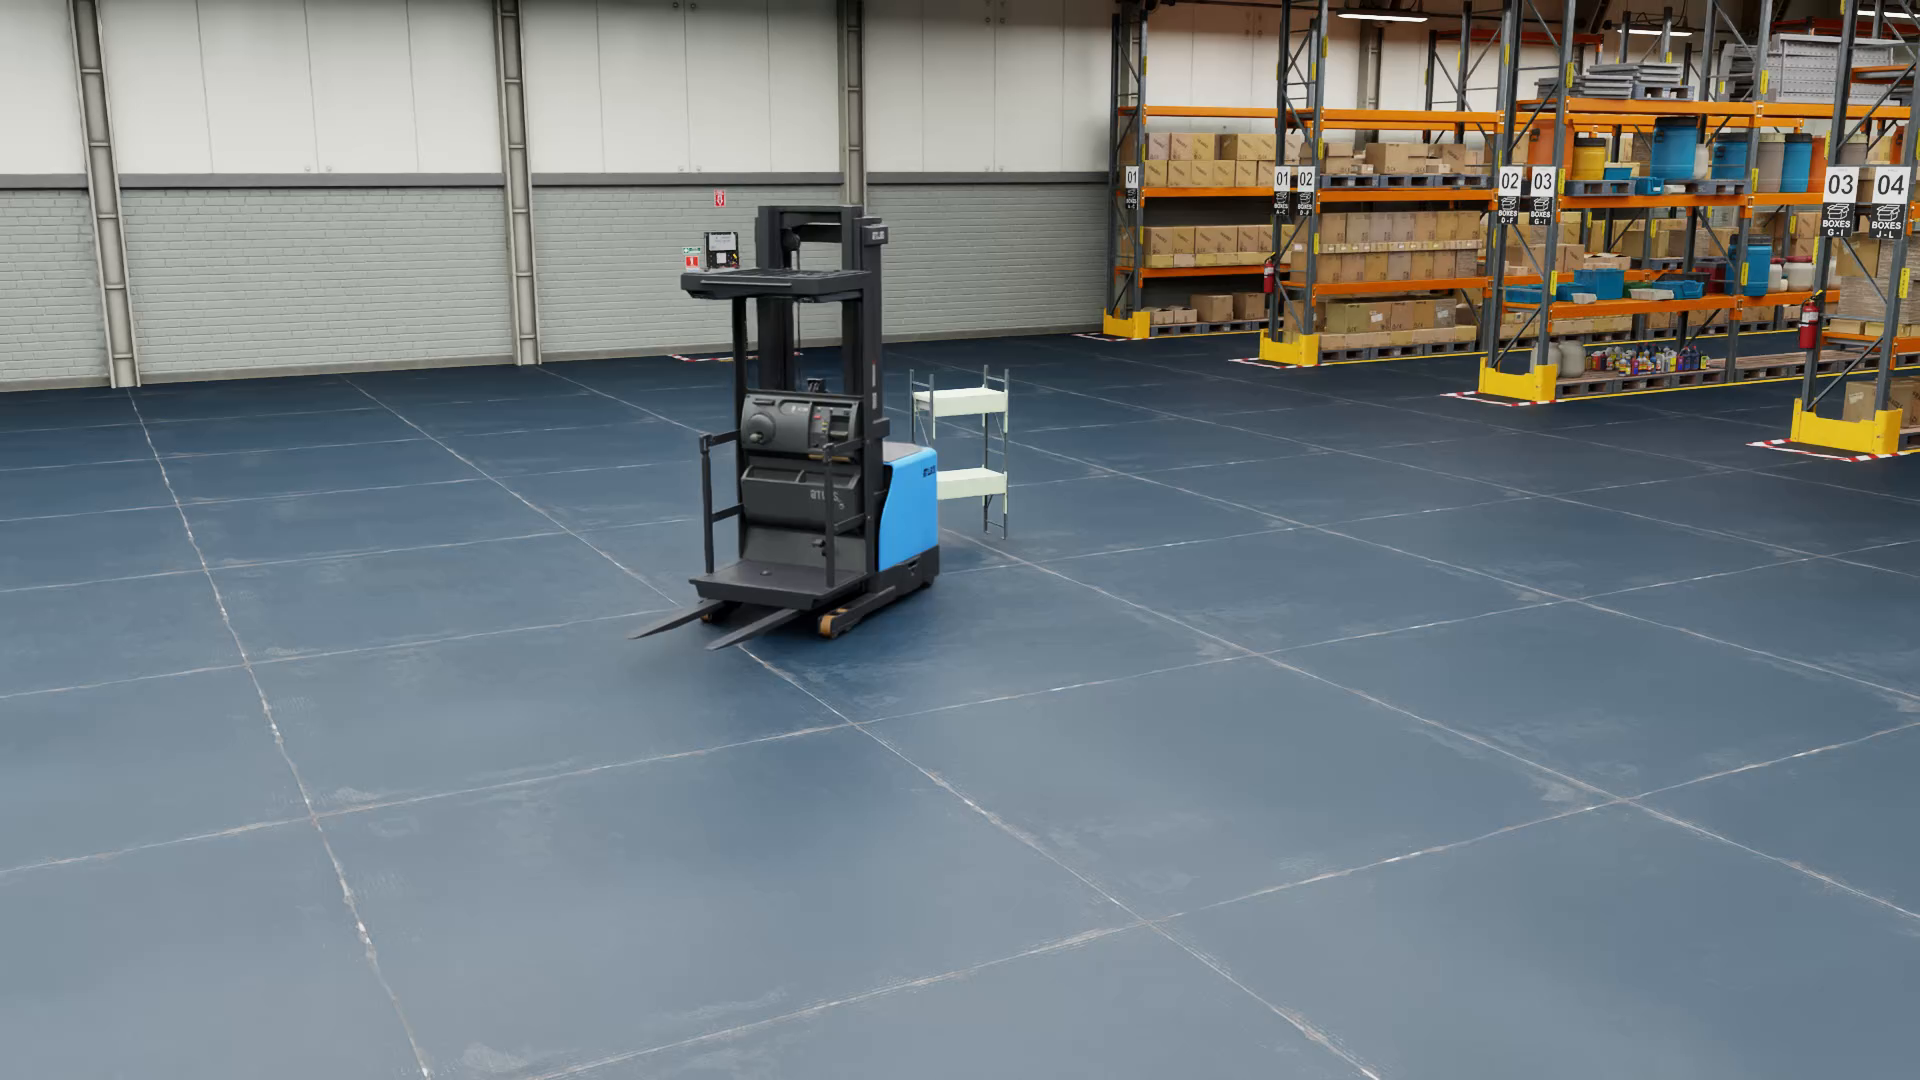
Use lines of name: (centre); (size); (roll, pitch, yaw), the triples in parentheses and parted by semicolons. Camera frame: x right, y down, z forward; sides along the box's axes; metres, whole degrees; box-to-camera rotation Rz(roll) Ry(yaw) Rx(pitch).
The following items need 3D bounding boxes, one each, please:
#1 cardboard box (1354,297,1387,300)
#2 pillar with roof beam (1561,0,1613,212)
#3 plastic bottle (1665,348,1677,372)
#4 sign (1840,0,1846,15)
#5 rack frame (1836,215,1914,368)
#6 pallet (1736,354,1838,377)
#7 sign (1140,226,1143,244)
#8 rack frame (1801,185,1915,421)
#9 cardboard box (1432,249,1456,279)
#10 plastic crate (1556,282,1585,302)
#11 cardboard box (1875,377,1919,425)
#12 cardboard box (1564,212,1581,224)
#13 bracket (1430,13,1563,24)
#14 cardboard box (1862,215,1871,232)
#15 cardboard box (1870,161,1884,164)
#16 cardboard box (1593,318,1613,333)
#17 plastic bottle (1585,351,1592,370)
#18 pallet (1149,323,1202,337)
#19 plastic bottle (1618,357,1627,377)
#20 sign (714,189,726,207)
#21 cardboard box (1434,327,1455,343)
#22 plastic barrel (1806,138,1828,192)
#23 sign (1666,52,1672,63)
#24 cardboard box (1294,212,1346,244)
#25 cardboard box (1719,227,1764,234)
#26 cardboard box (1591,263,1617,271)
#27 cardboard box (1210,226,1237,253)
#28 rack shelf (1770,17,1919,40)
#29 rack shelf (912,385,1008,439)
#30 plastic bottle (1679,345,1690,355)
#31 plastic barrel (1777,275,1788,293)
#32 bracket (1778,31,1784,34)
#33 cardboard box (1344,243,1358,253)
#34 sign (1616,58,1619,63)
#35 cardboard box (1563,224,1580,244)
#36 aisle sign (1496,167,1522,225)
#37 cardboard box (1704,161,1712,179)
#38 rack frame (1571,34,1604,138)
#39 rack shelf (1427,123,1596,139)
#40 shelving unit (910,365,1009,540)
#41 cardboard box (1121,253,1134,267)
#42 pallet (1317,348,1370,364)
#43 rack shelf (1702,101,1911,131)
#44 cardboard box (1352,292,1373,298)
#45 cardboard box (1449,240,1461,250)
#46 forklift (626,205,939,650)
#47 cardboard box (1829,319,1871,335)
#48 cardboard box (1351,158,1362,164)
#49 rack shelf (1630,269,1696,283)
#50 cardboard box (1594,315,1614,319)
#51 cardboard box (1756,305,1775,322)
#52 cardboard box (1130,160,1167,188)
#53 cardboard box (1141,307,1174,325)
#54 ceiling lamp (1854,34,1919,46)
cardboard box: (7.164, -3.963, 28.986); (0.500, 0.500, 0.500); (-7, 14, -28)
pillar with roof beam: (15.944, -9.014, 34.167); (0.548, 9.000, 9.100); (-7, 14, -28)
plastic bottle: (10.528, -2.670, 24.674); (0.185, 0.351, 0.144); (-7, 14, -28)
sign: (10.021, -6.119, 18.816); (0.005, 0.325, 0.100); (-7, 14, -28)
rack frame: (14.918, -4.346, 27.090); (0.127, 3.000, 1.000); (-7, 14, -28)
pallet: (13.150, -2.785, 26.501); (1.213, 0.211, 1.003); (-7, 14, -28)
sign: (3.409, -5.732, 31.275); (0.005, 0.325, 0.100); (-7, 14, -28)
rack frame: (10.269, -2.550, 19.109); (0.127, 3.000, 1.000); (-7, 14, -28)
cardboard box: (8.190, -4.825, 28.988); (0.500, 0.500, 0.700); (-7, 14, -28)
plastic crate: (8.765, -3.610, 24.156); (0.408, 0.251, 0.499); (-7, 14, -28)
cardboard box: (11.333, -1.668, 19.924); (0.500, 0.500, 0.500); (-3, 13, -13)
cardboard box: (13.394, -7.148, 36.878); (0.500, 0.250, 0.500); (-6, 14, -26)
bracket: (11.411, -11.215, 35.747); (4.783, 0.066, 0.076); (-7, 14, -28)
cardboard box: (18.415, -6.471, 34.026); (0.500, 0.500, 0.500); (-6, 14, -26)
cardboard box: (18.361, -7.569, 33.783); (0.500, 0.250, 0.500); (-7, 14, -28)
cardboard box: (11.752, -4.008, 30.891); (0.500, 0.250, 0.500); (-7, 14, -29)
plastic bottle: (9.392, -2.688, 24.905); (0.133, 0.283, 0.061); (-6, 14, -26)
pallet: (3.946, -4.140, 32.525); (1.213, 0.211, 1.003); (-7, 14, -28)
plastic bottle: (9.637, -2.519, 24.183); (0.097, 0.271, 0.097); (0, 13, 0)
sign: (-4.160, -5.920, 28.802); (0.199, 0.298, 0.001); (-7, 14, -28)
cardboard box: (8.291, -3.602, 29.090); (0.500, 0.250, 0.500); (-7, 14, -28)
plastic barrel: (13.519, -5.906, 26.210); (0.708, 0.830, 0.600); (-7, 14, -28)
sign: (12.817, -8.655, 30.082); (0.005, 0.325, 0.100); (-7, 14, -28)
cardboard box: (5.988, -5.194, 27.673); (0.500, 0.500, 0.700); (-7, 14, -28)
cardboard box: (15.536, -5.969, 33.117); (0.700, 0.500, 0.500); (11, 17, 41)
cardboard box: (11.891, -5.031, 30.704); (0.250, 0.149, 0.380); (-7, 14, -28)
cardboard box: (5.054, -5.869, 32.442); (0.500, 0.500, 0.500); (-6, 14, -26)
rack shelf: (17.814, -10.130, 33.194); (4.000, 0.370, 1.077); (-7, 14, -28)
rack shelf: (-0.006, -1.112, 14.356); (0.720, 0.370, 0.431); (-7, 14, -28)
plastic bottle: (10.911, -2.752, 25.039); (0.185, 0.351, 0.144); (-7, 14, -28)
plastic barrel: (12.642, -3.968, 25.723); (0.301, 0.262, 0.301); (0, 13, 0)
bracket: (19.683, -12.206, 40.152); (0.430, 0.232, 0.235); (-7, 14, -28)
cardboard box: (6.423, -4.879, 27.752); (0.250, 0.149, 0.380); (-7, 14, -28)
sign: (12.279, -8.826, 31.024); (0.005, 0.325, 0.100); (-7, 14, -28)
cardboard box: (13.397, -6.783, 36.966); (0.500, 0.500, 0.500); (-7, 15, -29)
aisle sign: (7.690, -4.823, 23.286); (0.004, 0.787, 0.394); (-7, 14, -28)
cardboard box: (13.819, -6.974, 31.708); (0.500, 0.500, 0.910); (-7, 14, -28)
rack frame: (13.682, -9.603, 36.785); (0.127, 3.000, 1.000); (-7, 14, -28)
rack shelf: (11.926, -8.847, 35.973); (4.000, 0.370, 1.077); (-7, 14, -28)
shelving unit: (-0.006, -0.731, 14.441); (0.755, 1.500, 0.431); (-7, 14, -28)
cardboard box: (3.466, -5.437, 32.233); (0.500, 0.250, 0.500); (-7, 14, -27)
pallet: (6.177, -3.188, 28.294); (1.213, 0.211, 1.003); (-7, 14, -28)
rack shelf: (13.162, -6.517, 25.620); (4.000, 0.370, 1.077); (-7, 14, -28)
cardboard box: (8.195, -5.021, 34.777); (0.500, 0.500, 0.700); (-7, 14, -27)
cardboard box: (8.454, -5.122, 28.833); (0.250, 0.149, 0.380); (-7, 15, -30)
forklift: (-1.236, -0.853, 11.722); (1.130, 2.935, 3.031); (6, 14, 24)
cardboard box: (10.420, -2.497, 19.447); (0.250, 0.149, 0.380); (-7, 14, -28)
cardboard box: (6.410, -6.295, 27.984); (0.500, 0.250, 0.500); (-7, 14, -28)
rack shelf: (14.303, -5.161, 32.348); (4.000, 0.370, 1.077); (-7, 14, -28)
cardboard box: (11.753, -4.280, 30.824); (0.500, 0.311, 0.500); (-7, 14, -29)
cardboard box: (15.763, -4.610, 32.954); (0.500, 0.500, 0.500); (-7, 14, -28)
cardboard box: (3.562, -6.923, 31.434); (0.500, 0.500, 0.500); (-6, 14, -26)
cardboard box: (3.799, -4.372, 32.328); (0.500, 0.311, 0.500); (-9, 15, -34)
ceiling lamp: (20.759, -12.667, 37.106); (0.800, 3.185, 2.000); (-7, 14, -28)
